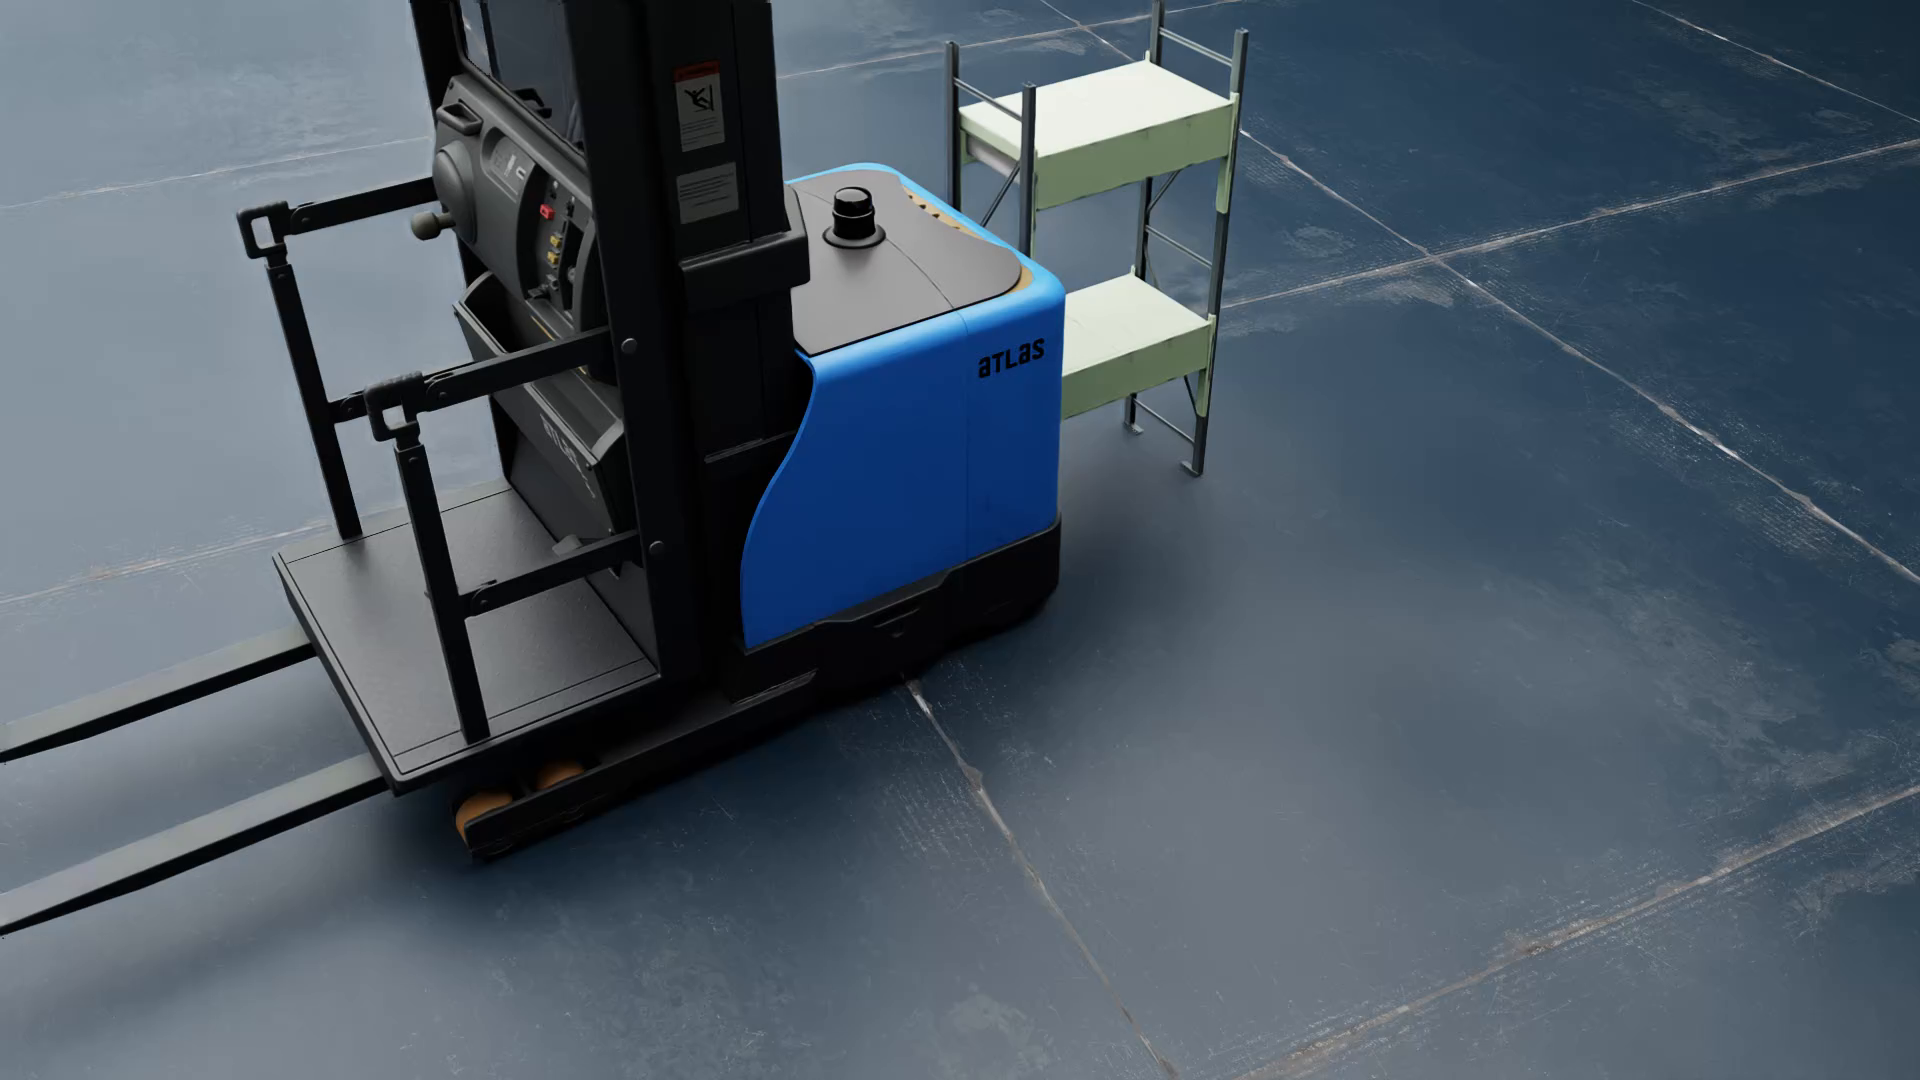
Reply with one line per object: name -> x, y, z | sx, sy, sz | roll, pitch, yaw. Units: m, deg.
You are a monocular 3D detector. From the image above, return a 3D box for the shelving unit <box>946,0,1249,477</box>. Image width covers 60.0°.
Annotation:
shelving unit -> 0.385, -0.795, 5.062 | 0.755, 1.500, 0.431 | -22, 42, -26

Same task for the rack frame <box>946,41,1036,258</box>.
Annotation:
rack frame -> 0.080, -0.674, 4.900 | 0.023, 1.500, 0.400 | -22, 42, -26

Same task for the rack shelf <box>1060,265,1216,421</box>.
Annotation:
rack shelf -> 0.385, -0.533, 5.257 | 0.720, 0.370, 0.431 | -22, 42, -26

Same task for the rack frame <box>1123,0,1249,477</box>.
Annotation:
rack frame -> 0.690, -0.915, 5.225 | 0.023, 1.500, 0.400 | -22, 42, -26

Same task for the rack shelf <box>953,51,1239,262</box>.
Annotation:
rack shelf -> 0.385, -1.108, 4.830 | 0.720, 0.370, 0.431 | -22, 42, -26

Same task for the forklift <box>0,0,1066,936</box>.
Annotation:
forklift -> -1.216, -0.747, 3.796 | 3.031, 2.935, 1.130 | -22, 42, -26
